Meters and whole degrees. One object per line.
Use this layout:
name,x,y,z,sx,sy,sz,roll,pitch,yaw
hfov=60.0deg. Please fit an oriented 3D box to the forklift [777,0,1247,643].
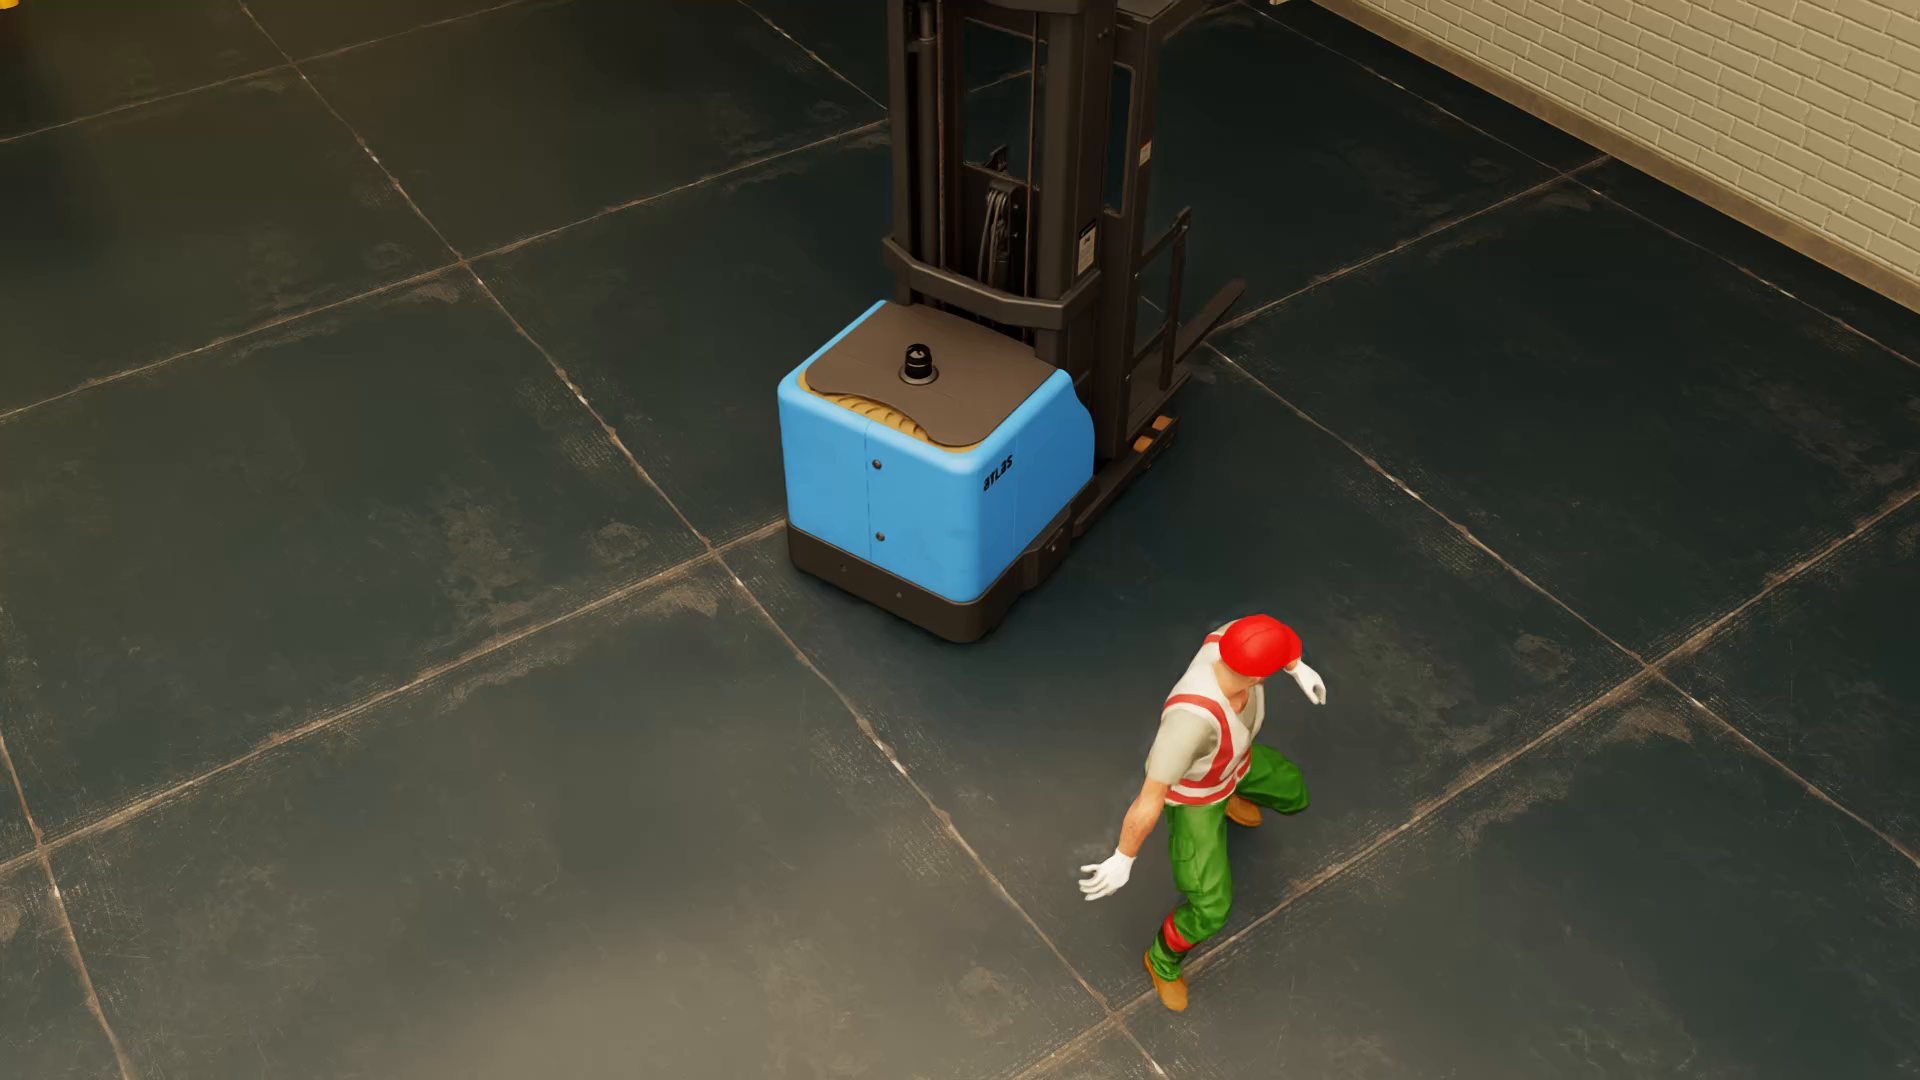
forklift,0.446,-1.594,7.445,1.130,2.935,3.031,24,48,24

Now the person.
person,0.861,0.868,5.785,0.510,1.664,1.189,28,49,27
